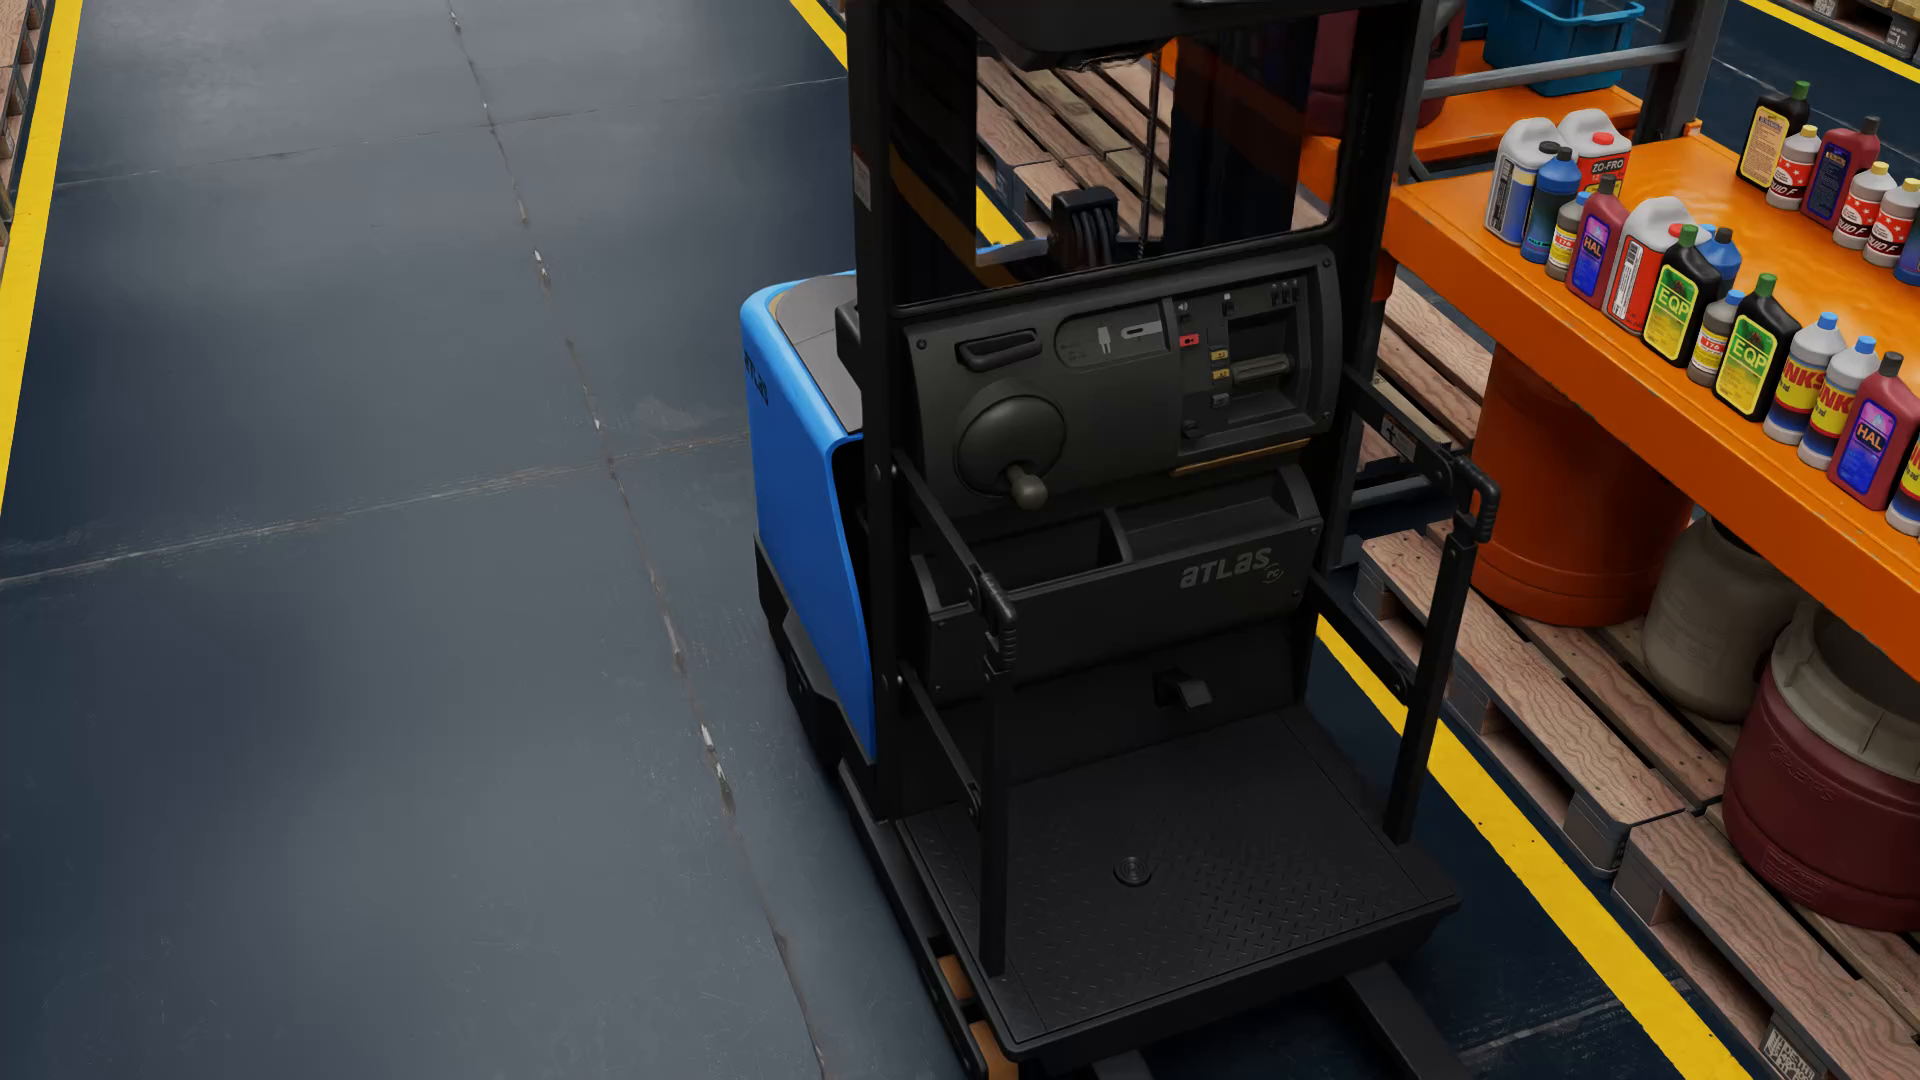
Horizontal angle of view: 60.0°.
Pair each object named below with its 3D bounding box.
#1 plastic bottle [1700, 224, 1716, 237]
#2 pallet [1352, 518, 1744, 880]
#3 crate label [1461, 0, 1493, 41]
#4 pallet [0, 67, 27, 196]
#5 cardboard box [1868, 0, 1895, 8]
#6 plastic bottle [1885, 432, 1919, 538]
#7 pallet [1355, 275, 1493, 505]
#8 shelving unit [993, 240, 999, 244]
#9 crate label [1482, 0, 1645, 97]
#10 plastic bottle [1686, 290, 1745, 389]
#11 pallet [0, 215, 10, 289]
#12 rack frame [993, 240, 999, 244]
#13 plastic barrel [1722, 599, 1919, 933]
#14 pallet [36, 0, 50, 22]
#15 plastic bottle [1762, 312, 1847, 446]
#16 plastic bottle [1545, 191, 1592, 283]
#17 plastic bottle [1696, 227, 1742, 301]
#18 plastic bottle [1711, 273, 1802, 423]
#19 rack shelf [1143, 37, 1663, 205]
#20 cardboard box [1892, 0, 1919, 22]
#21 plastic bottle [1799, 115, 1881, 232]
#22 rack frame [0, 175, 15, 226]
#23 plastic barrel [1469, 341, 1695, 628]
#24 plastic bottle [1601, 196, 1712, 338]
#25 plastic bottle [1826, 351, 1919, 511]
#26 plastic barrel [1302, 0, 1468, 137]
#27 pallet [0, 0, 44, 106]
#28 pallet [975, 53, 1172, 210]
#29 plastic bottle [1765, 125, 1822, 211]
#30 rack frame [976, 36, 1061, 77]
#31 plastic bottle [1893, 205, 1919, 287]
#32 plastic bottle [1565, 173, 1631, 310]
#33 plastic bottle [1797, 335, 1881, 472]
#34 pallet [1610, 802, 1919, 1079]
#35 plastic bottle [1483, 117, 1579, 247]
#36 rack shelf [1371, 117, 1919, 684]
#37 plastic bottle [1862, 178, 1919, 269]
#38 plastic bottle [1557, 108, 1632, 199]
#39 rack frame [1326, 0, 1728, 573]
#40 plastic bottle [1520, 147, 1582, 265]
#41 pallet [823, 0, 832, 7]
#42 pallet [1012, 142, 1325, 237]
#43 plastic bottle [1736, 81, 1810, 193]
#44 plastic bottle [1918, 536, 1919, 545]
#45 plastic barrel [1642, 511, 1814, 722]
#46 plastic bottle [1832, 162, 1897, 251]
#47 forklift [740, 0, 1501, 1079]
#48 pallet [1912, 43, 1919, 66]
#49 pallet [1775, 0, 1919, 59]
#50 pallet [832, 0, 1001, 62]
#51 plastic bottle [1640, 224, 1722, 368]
[{"bbox_3d":[1.653,-0.611,3.733,0.097,0.201,0.097,0,37,0],"label":"plastic bottle"},{"bbox_3d":[1.848,0.324,4.644,1.003,0.211,1.213,-12,39,-16],"label":"pallet"},{"bbox_3d":[1.449,-1.858,5.194,0.502,0.435,0.616,-12,39,-16],"label":"crate label"},{"bbox_3d":[-4.754,-1.719,7.357,1.003,0.211,1.213,-12,39,-16],"label":"pallet"},{"bbox_3d":[4.894,-3.011,8.691,0.500,0.250,0.500,-11,38,-15],"label":"cardboard box"},{"bbox_3d":[1.794,-0.140,3.050,0.097,0.271,0.097,0,37,0],"label":"plastic bottle"},{"bbox_3d":[1.307,-0.558,5.816,1.003,0.211,1.213,-12,39,-16],"label":"pallet"},{"bbox_3d":[-0.031,-0.457,4.984,0.215,1.050,0.252,-13,39,-17],"label":"shelving unit"},{"bbox_3d":[1.744,-1.475,4.855,0.303,0.233,0.416,-12,39,-16],"label":"crate label"},{"bbox_3d":[1.602,-0.428,3.490,0.097,0.201,0.097,0,37,0],"label":"plastic bottle"},{"bbox_3d":[-4.220,-0.907,6.279,1.003,0.211,1.213,-12,39,-16],"label":"pallet"},{"bbox_3d":[0.015,-0.388,4.893,0.200,1.050,0.008,-13,39,-17],"label":"rack frame"},{"bbox_3d":[2.110,0.480,3.775,0.600,0.588,0.708,-12,39,-16],"label":"plastic barrel"},{"bbox_3d":[-5.594,-3.097,9.187,1.003,0.211,1.213,-12,39,-16],"label":"pallet"},{"bbox_3d":[1.682,-0.326,3.296,0.097,0.271,0.097,0,37,0],"label":"plastic bottle"},{"bbox_3d":[1.430,-0.710,3.864,0.097,0.201,0.097,0,37,0],"label":"plastic bottle"},{"bbox_3d":[1.613,-0.544,3.586,0.097,0.271,0.097,0,37,0],"label":"plastic bottle"},{"bbox_3d":[1.625,-0.392,3.374,0.061,0.283,0.133,-12,39,-16],"label":"plastic bottle"},{"bbox_3d":[0.849,-2.069,6.102,1.077,0.370,4.000,-12,39,-16],"label":"rack shelf"},{"bbox_3d":[5.075,-2.719,8.303,0.500,0.250,0.500,-14,39,-17],"label":"cardboard box"},{"bbox_3d":[2.157,-0.909,4.061,0.061,0.283,0.133,-12,39,-16],"label":"plastic bottle"},{"bbox_3d":[-4.490,-2.461,6.024,1.000,3.000,0.127,-12,39,-16],"label":"rack frame"},{"bbox_3d":[1.722,-0.255,4.550,0.600,0.830,0.708,-12,39,-16],"label":"plastic barrel"},{"bbox_3d":[1.542,-0.604,3.662,0.152,0.276,0.135,-12,39,-16],"label":"plastic bottle"},{"bbox_3d":[1.738,-0.206,3.128,0.061,0.283,0.133,-12,39,-16],"label":"plastic bottle"},{"bbox_3d":[1.093,-1.480,4.609,0.600,0.536,0.708,-12,39,-16],"label":"plastic barrel"},{"bbox_3d":[-5.177,-2.409,8.273,1.003,0.211,1.213,-12,39,-16],"label":"pallet"},{"bbox_3d":[0.468,-1.937,7.646,1.003,0.211,1.213,-12,39,-16],"label":"pallet"},{"bbox_3d":[2.100,-0.938,4.167,0.097,0.201,0.097,0,37,0],"label":"plastic bottle"},{"bbox_3d":[0.161,-3.486,7.385,1.000,3.000,0.127,-12,39,-16],"label":"rack frame"},{"bbox_3d":[2.246,-0.726,3.827,0.097,0.271,0.097,0,37,0],"label":"plastic bottle"},{"bbox_3d":[1.453,-0.674,3.748,0.061,0.283,0.133,-12,39,-16],"label":"plastic bottle"},{"bbox_3d":[1.715,-0.271,3.223,0.097,0.271,0.097,0,37,0],"label":"plastic bottle"},{"bbox_3d":[2.264,1.012,3.731,1.003,0.211,1.213,-12,39,-16],"label":"pallet"},{"bbox_3d":[1.383,-0.866,4.009,0.152,0.276,0.135,-12,39,-16],"label":"plastic bottle"},{"bbox_3d":[2.226,0.191,3.102,1.077,0.370,4.000,-12,39,-16],"label":"rack shelf"},{"bbox_3d":[2.213,-0.753,3.921,0.097,0.201,0.097,0,37,0],"label":"plastic bottle"},{"bbox_3d":[1.526,-0.897,4.051,0.152,0.276,0.135,-12,39,-16],"label":"plastic bottle"},{"bbox_3d":[1.537,-1.227,4.385,1.000,3.000,0.127,-12,39,-16],"label":"rack frame"},{"bbox_3d":[1.397,-0.793,3.916,0.097,0.271,0.097,0,37,0],"label":"plastic bottle"},{"bbox_3d":[-0.455,-3.451,9.656,1.003,0.211,1.213,-12,39,-16],"label":"pallet"},{"bbox_3d":[0.891,-1.247,6.729,1.003,0.211,1.213,-12,39,-16],"label":"pallet"},{"bbox_3d":[2.077,-1.040,4.234,0.061,0.283,0.133,-12,39,-16],"label":"plastic bottle"},{"bbox_3d":[1.860,-0.082,2.969,0.152,0.276,0.135,-12,39,-16],"label":"plastic bottle"},{"bbox_3d":[2.000,0.173,4.246,0.421,0.512,0.421,0,37,0],"label":"plastic barrel"},{"bbox_3d":[2.179,-0.808,3.994,0.097,0.201,0.097,0,37,0],"label":"plastic bottle"},{"bbox_3d":[0.426,-0.250,3.146,1.130,2.935,3.031,-13,39,-17],"label":"forklift"},{"bbox_3d":[5.527,-2.297,8.125,1.003,0.211,1.213,-12,39,-16],"label":"pallet"},{"bbox_3d":[5.103,-2.988,9.041,1.003,0.211,1.213,-12,39,-16],"label":"pallet"},{"bbox_3d":[-0.031,-2.760,8.739,1.003,0.211,1.213,-12,39,-16],"label":"pallet"},{"bbox_3d":[1.545,-0.522,3.547,0.061,0.283,0.133,-12,39,-16],"label":"plastic bottle"}]
